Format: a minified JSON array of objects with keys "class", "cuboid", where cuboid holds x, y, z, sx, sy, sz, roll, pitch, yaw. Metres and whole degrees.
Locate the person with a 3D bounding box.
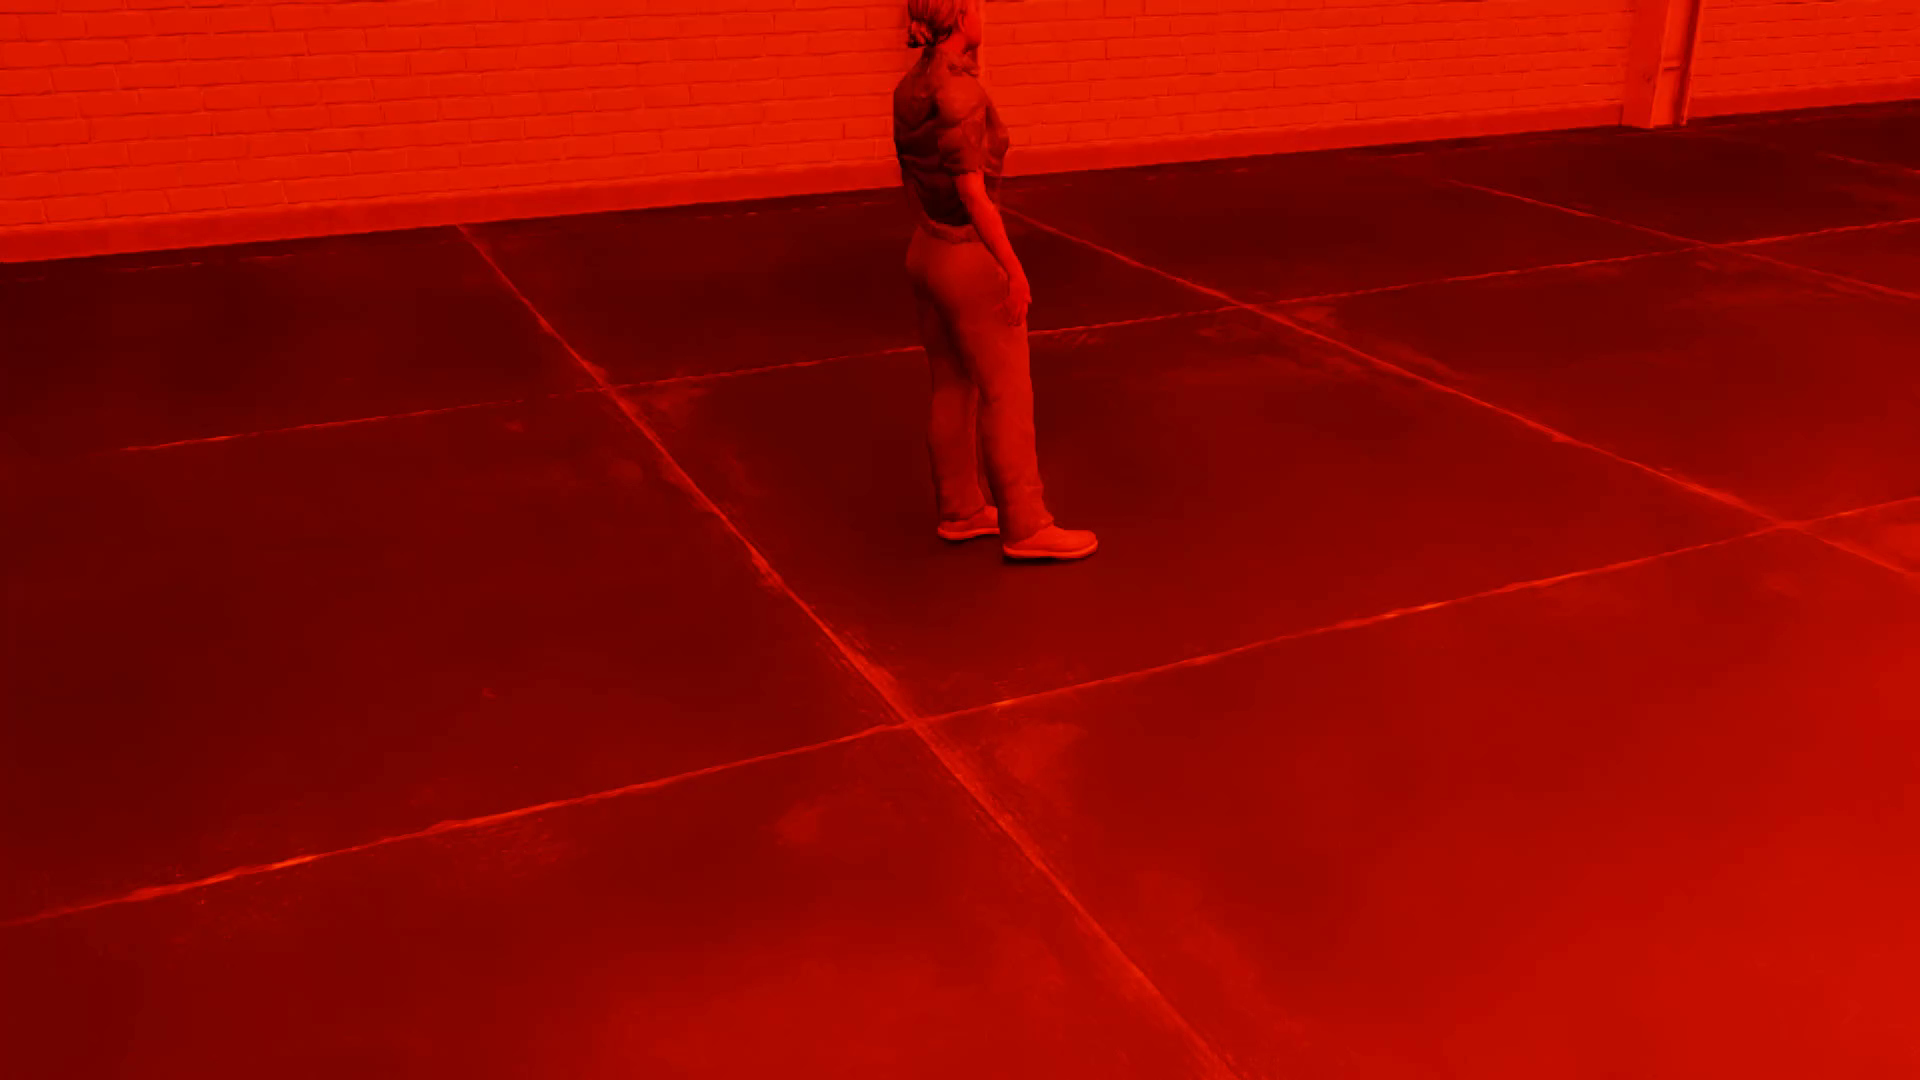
[{"class":"person","cuboid":[0.088,-0.778,4.805,0.503,1.654,0.570,-10,25,-23]}]
